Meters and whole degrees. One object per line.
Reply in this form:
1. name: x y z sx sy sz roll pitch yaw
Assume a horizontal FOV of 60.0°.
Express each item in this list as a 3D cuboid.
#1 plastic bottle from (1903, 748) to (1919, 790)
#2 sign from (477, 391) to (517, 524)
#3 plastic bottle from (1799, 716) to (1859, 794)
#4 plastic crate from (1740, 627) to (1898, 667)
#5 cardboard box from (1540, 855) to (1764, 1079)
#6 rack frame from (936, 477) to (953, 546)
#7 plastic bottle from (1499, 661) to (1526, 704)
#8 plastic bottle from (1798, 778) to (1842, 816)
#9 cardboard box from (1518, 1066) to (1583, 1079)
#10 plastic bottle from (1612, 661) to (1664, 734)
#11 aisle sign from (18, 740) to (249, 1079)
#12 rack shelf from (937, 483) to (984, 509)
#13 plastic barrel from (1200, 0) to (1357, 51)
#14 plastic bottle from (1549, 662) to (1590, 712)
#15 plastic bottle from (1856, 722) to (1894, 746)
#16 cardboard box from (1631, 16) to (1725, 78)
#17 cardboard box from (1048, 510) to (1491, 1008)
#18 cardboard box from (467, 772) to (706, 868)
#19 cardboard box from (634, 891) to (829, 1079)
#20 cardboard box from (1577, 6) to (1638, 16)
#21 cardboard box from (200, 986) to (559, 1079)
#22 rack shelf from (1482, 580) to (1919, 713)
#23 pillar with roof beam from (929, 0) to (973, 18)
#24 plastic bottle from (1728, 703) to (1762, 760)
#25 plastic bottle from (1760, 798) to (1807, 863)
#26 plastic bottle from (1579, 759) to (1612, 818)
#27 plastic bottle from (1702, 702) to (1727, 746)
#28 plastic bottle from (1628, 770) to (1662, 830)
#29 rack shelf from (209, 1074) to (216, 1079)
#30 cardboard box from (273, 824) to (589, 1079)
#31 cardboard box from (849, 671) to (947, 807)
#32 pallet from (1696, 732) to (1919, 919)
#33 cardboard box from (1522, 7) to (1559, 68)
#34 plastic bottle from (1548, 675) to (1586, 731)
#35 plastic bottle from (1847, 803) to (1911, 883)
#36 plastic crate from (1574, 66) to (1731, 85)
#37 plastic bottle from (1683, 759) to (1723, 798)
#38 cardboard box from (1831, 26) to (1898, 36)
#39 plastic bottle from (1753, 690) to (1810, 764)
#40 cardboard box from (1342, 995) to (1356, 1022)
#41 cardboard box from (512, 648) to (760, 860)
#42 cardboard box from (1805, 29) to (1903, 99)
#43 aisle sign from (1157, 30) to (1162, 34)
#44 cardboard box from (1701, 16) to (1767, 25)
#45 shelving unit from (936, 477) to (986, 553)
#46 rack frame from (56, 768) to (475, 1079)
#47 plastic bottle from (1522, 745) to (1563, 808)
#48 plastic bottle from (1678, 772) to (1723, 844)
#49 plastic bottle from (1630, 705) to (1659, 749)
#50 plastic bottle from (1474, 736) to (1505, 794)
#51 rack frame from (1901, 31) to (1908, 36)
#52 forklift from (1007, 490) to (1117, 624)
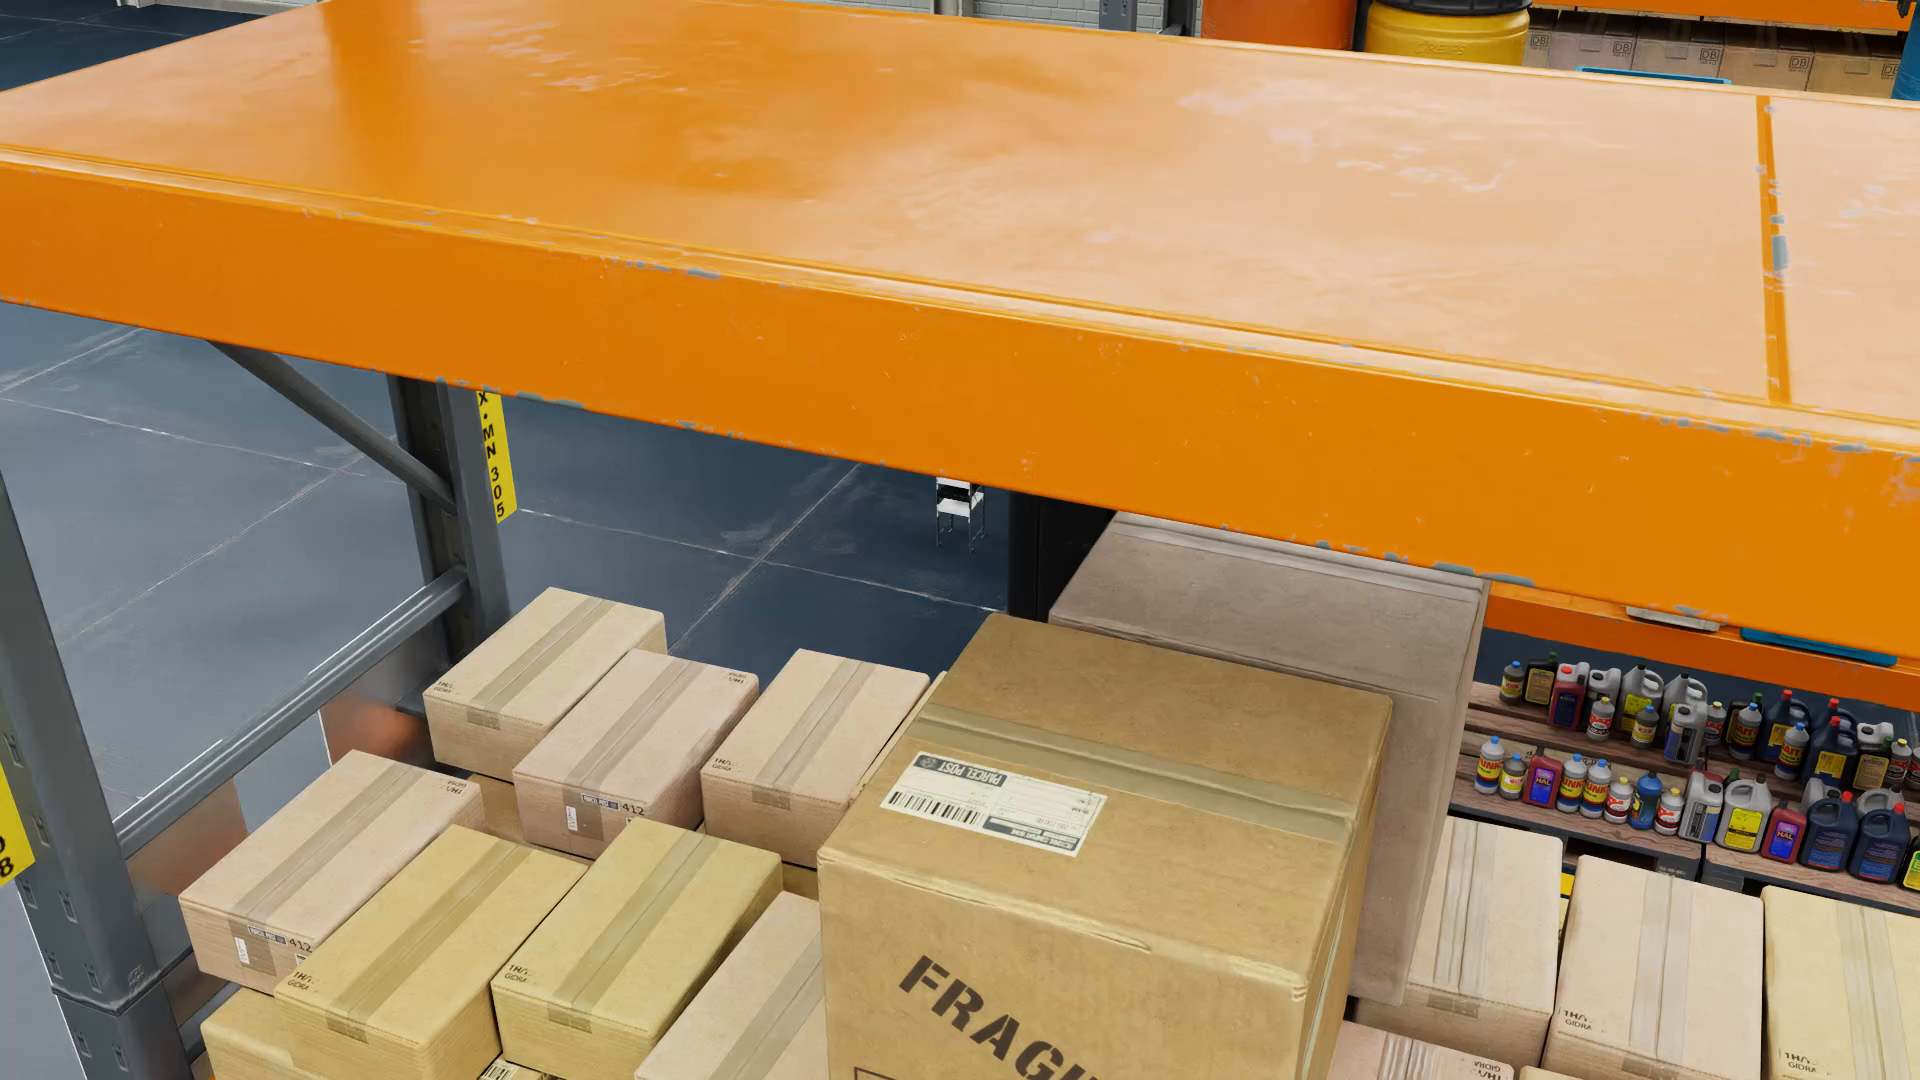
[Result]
1. plastic bottle: 4.247 0.993 7.342 0.097 0.201 0.097 0 29 0
2. sign: -0.870 -0.179 3.069 0.005 0.325 0.100 11 31 19
3. plastic bottle: 3.825 0.933 7.297 0.185 0.351 0.144 11 31 19
4. plastic crate: 3.344 0.227 6.450 0.616 0.251 0.499 11 31 19
5. cardboard box: 0.950 0.631 2.284 0.250 0.149 0.380 12 32 20
6. rack frame: -0.087 -0.409 9.559 0.006 0.900 0.240 11 31 19
7. plastic bottle: 2.632 0.670 7.913 0.097 0.201 0.097 0 29 0
8. plastic bottle: 3.621 1.142 7.001 0.135 0.276 0.152 11 31 19
9. cardboard box: 0.760 0.828 1.936 0.250 0.149 0.380 10 31 17
10. plastic bottle: 3.138 0.719 7.675 0.185 0.351 0.144 13 32 21
11. aisle sign: -1.267 0.756 2.723 0.004 0.787 0.394 11 31 19
12. rack shelf: 0.008 -0.283 9.587 0.200 0.077 0.258 11 31 19
13. plastic barrel: 1.263 -2.140 6.576 0.708 0.830 0.600 11 31 19
14. plastic bottle: 2.855 0.697 7.790 0.135 0.276 0.152 12 31 19
15. plastic bottle: 4.031 0.932 7.374 0.135 0.276 0.152 12 32 21
16. cardboard box: 4.529 -2.980 10.554 0.500 0.500 0.700 11 31 19
17. cardboard box: 0.434 0.237 2.322 0.500 0.500 0.500 11 31 19
18. cardboard box: -0.555 0.495 2.930 0.500 0.250 0.500 12 32 20
19. cardboard box: -0.219 0.670 2.216 0.250 0.149 0.380 13 32 21
20. cardboard box: 5.750 -4.864 14.676 0.500 0.500 0.500 10 31 17
21. cardboard box: -0.748 0.728 2.517 0.500 0.250 0.500 12 32 21
22. rack shelf: 2.618 0.187 7.102 4.000 0.370 1.077 11 31 19
23. pillar with roof beam: -1.715 -7.037 13.055 0.400 9.000 9.100 11 31 19
24. plastic bottle: 3.554 0.856 7.512 0.097 0.271 0.097 0 29 0
25. plastic bottle: 3.422 1.200 6.891 0.133 0.283 0.061 13 32 22
26. plastic bottle: 2.738 1.059 7.153 0.097 0.271 0.097 0 29 0
27. plastic bottle: 3.451 0.834 7.623 0.097 0.201 0.097 0 29 0
28. plastic bottle: 2.926 1.097 7.087 0.097 0.271 0.097 0 29 0
29. rack shelf: 0.756 1.139 2.369 4.000 0.370 1.077 11 31 19
30. cardboard box: -0.725 0.596 2.345 0.250 0.149 0.380 12 32 20
31. cardboard box: 0.011 0.395 2.702 0.250 0.149 0.380 11 31 19
32. pallet: 3.865 1.314 7.210 1.213 0.211 1.003 11 31 19
33. cardboard box: 3.597 -3.166 10.882 0.500 0.500 0.700 10 31 18
34. plastic bottle: 2.815 0.742 7.702 0.133 0.283 0.061 11 31 19
35. plastic bottle: 3.766 1.218 6.792 0.185 0.351 0.144 10 31 18
36. plastic crate: 2.645 -1.580 6.464 0.575 0.384 0.392 11 31 19
37. plastic bottle: 3.180 1.071 7.120 0.133 0.283 0.061 11 31 19
38. cardboard box: 7.642 -4.490 14.015 0.500 0.500 0.500 11 31 19
39. plastic bottle: 3.705 0.832 7.475 0.185 0.351 0.144 10 31 17
40. cardboard box: 0.380 0.684 2.595 0.500 0.250 0.500 12 32 20
41. cardboard box: -0.525 0.359 2.766 0.250 0.149 0.380 10 31 17
42. cardboard box: 5.455 -2.795 10.226 0.500 0.500 0.700 11 31 19
43. aisle sign: 0.810 -1.777 7.203 0.004 0.787 0.394 11 31 19
44. cardboard box: 6.715 -4.678 14.347 0.500 0.500 0.500 10 31 18
45. shelving unit: 0.008 -0.390 9.526 0.210 0.900 0.258 11 31 19
46. rack frame: -1.097 1.762 3.584 0.127 3.000 1.000 11 31 19
47. plastic bottle: 2.531 1.022 7.206 0.133 0.283 0.061 12 32 20
48. plastic bottle: 3.140 1.123 7.036 0.135 0.276 0.152 12 32 20
49. plastic bottle: 3.134 0.847 7.600 0.097 0.201 0.097 0 29 0
50. plastic bottle: 2.328 0.977 7.298 0.097 0.271 0.097 0 29 0
51. rack frame: 8.196 -4.274 14.262 0.127 3.000 1.000 11 31 19
52. forklift: 0.946 0.809 5.340 3.031 2.935 1.130 12 32 21
